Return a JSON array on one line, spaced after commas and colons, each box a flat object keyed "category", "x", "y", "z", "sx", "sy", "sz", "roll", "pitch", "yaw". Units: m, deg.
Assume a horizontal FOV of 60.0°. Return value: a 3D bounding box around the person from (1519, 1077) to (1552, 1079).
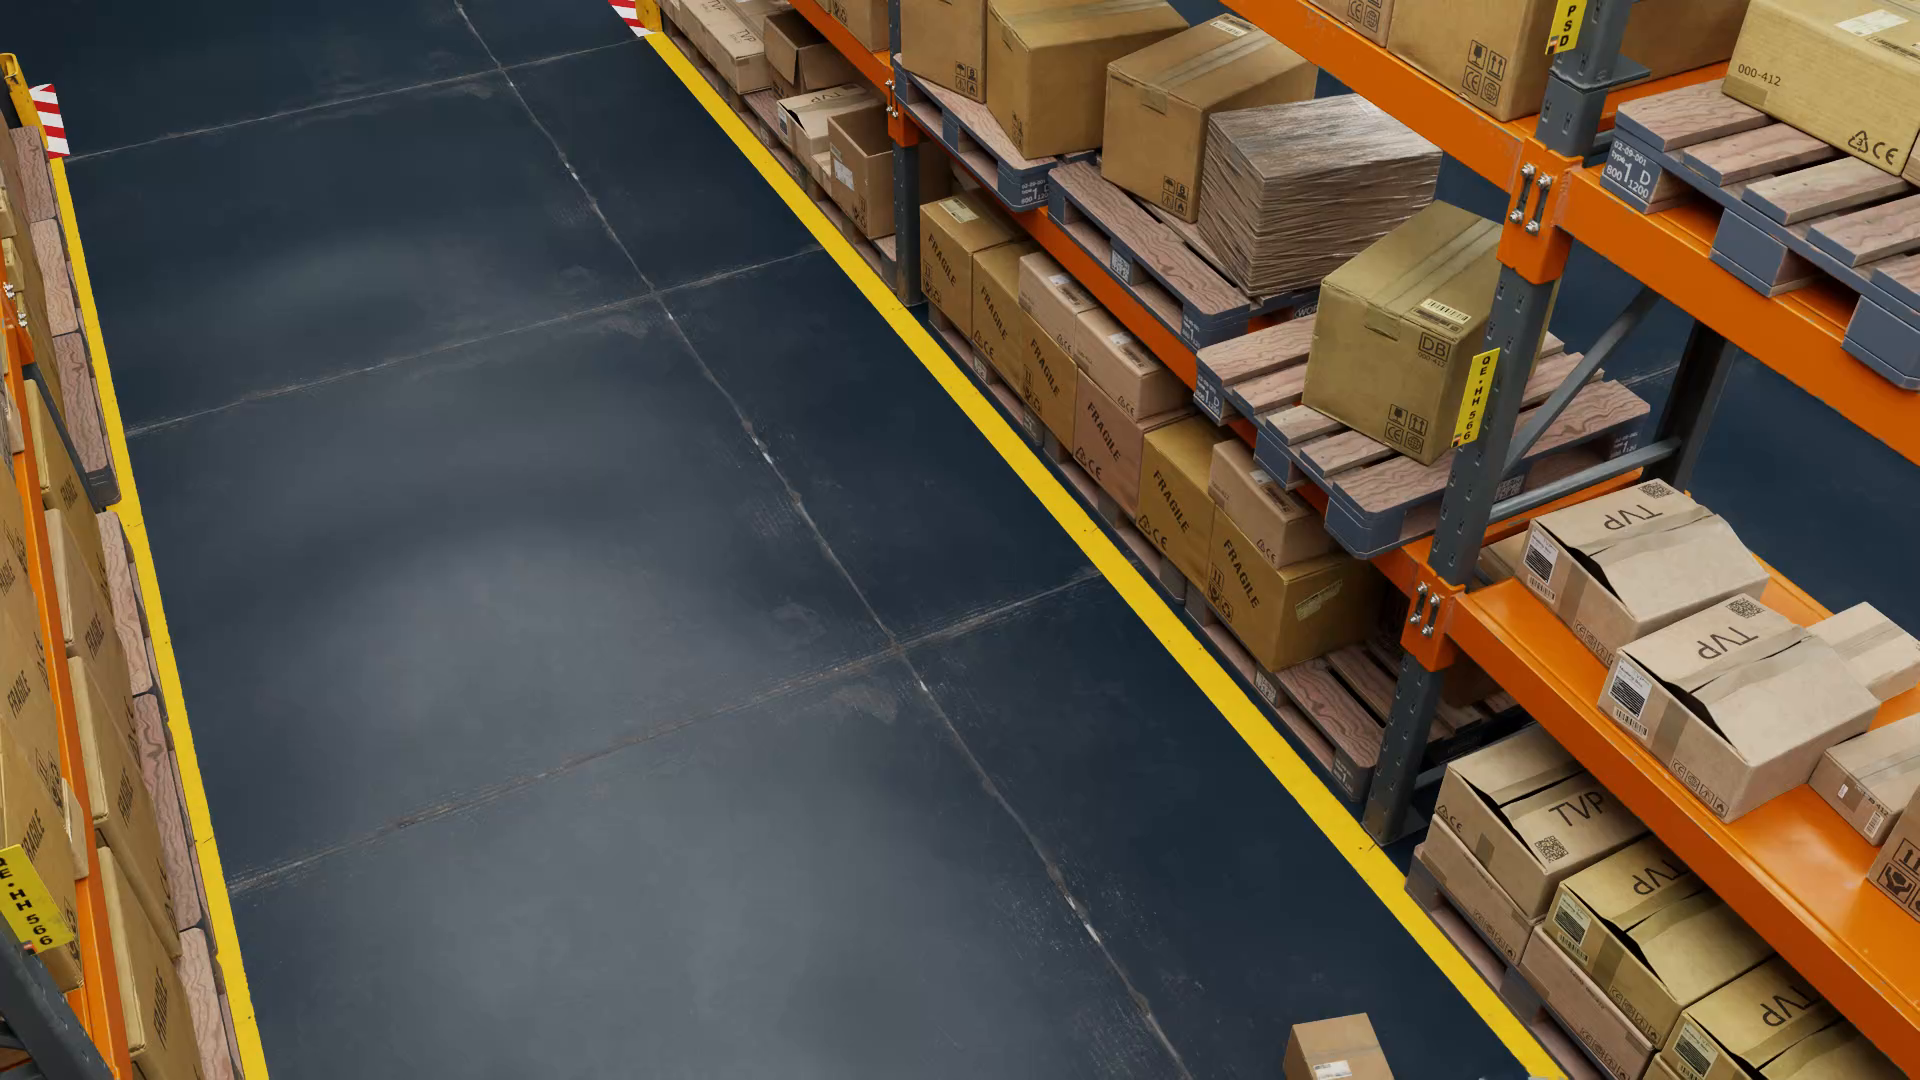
[{"category": "person", "x": 1.277, "y": 1.899, "z": 3.983, "sx": 0.484, "sy": 1.676, "sz": 0.860, "roll": -16, "pitch": 44, "yaw": -17}]
